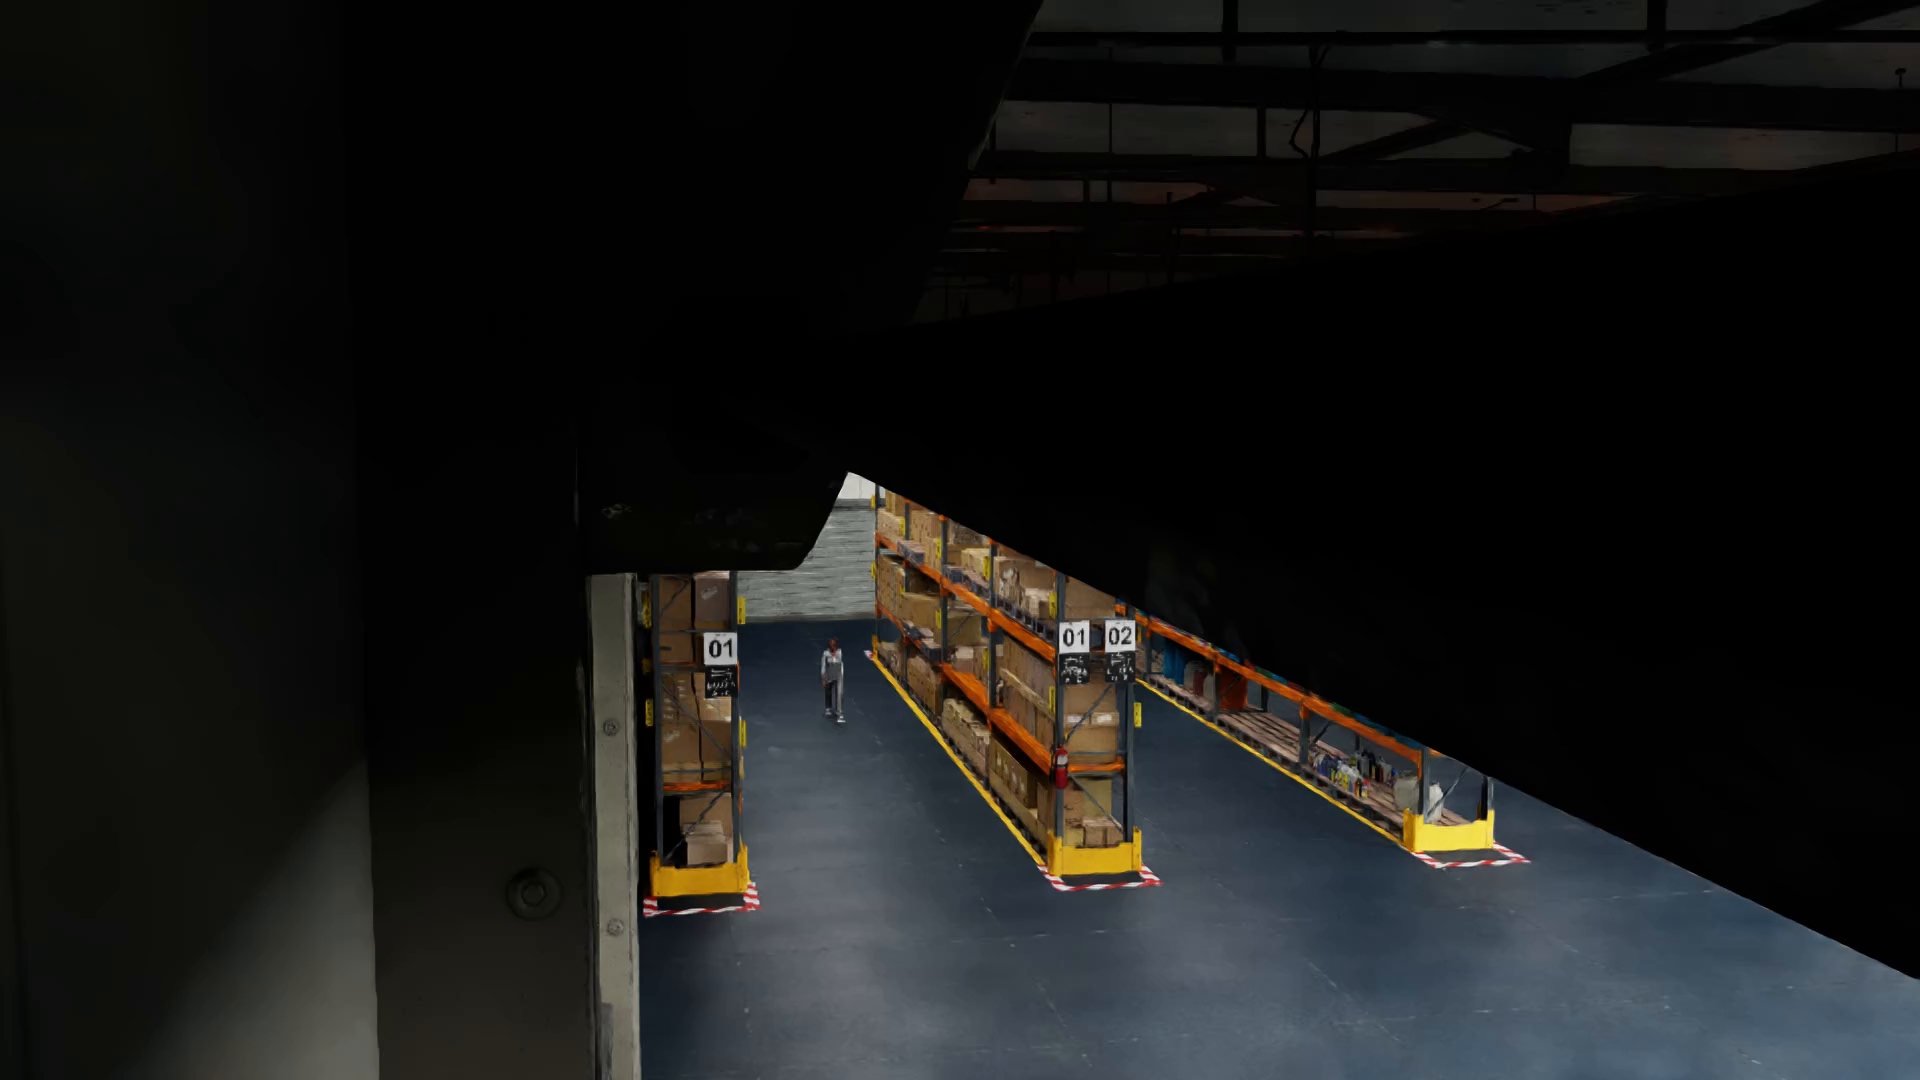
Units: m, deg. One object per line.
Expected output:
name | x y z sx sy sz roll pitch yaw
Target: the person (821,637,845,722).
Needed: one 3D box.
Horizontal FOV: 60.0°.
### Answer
person | -2.302 2.493 29.983 0.417 1.504 1.037 -1 6 -9
